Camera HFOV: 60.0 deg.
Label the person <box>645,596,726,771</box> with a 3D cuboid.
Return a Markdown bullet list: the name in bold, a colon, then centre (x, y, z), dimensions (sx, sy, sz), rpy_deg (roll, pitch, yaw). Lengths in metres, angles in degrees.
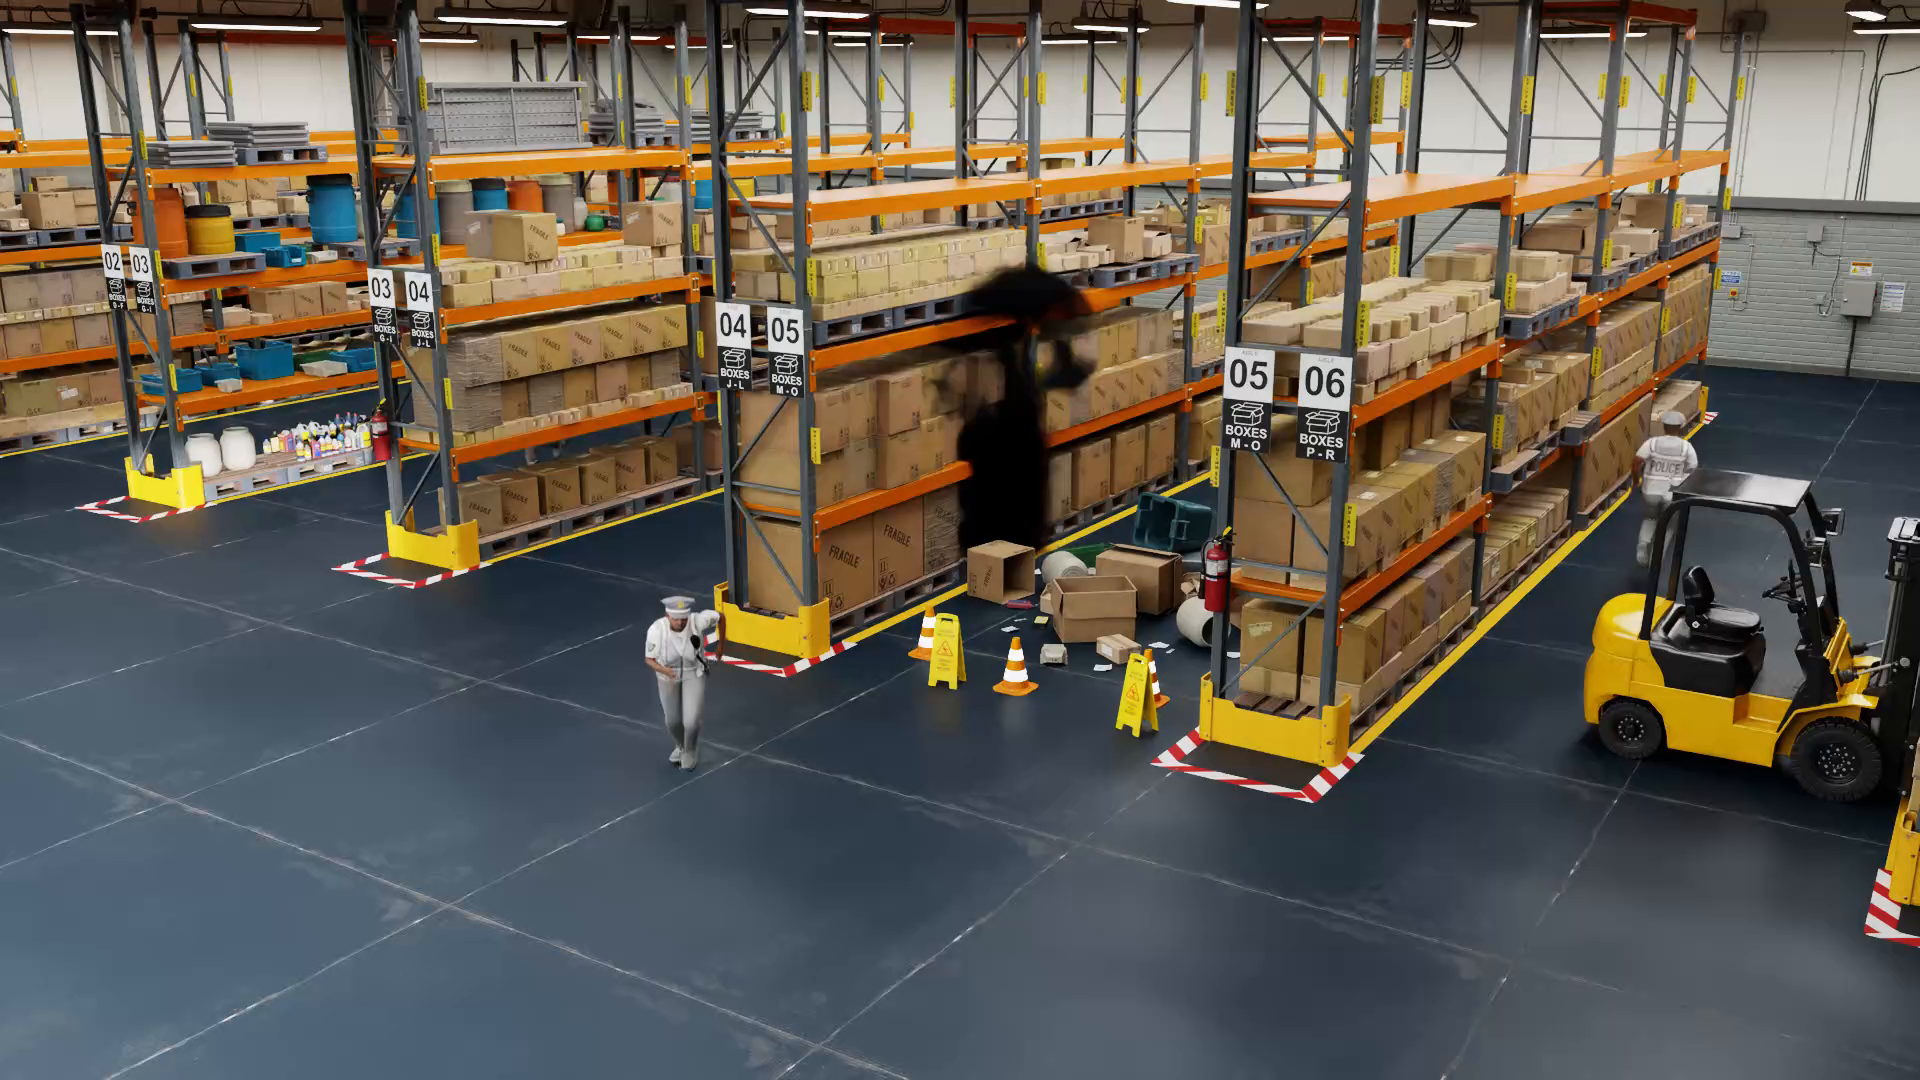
- **person**: centre (-2.054, 1.065, 12.549), dimensions (0.608, 1.505, 0.910), rpy_deg (-3, 16, -9)

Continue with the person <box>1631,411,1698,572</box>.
- **person**: centre (7.564, -0.534, 17.899), dimensions (0.646, 1.729, 0.671), rpy_deg (8, 18, 28)

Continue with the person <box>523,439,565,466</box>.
- **person**: centre (-5.677, -1.766, 22.361), dimensions (0.647, 1.749, 0.829), rpy_deg (5, 16, 17)
